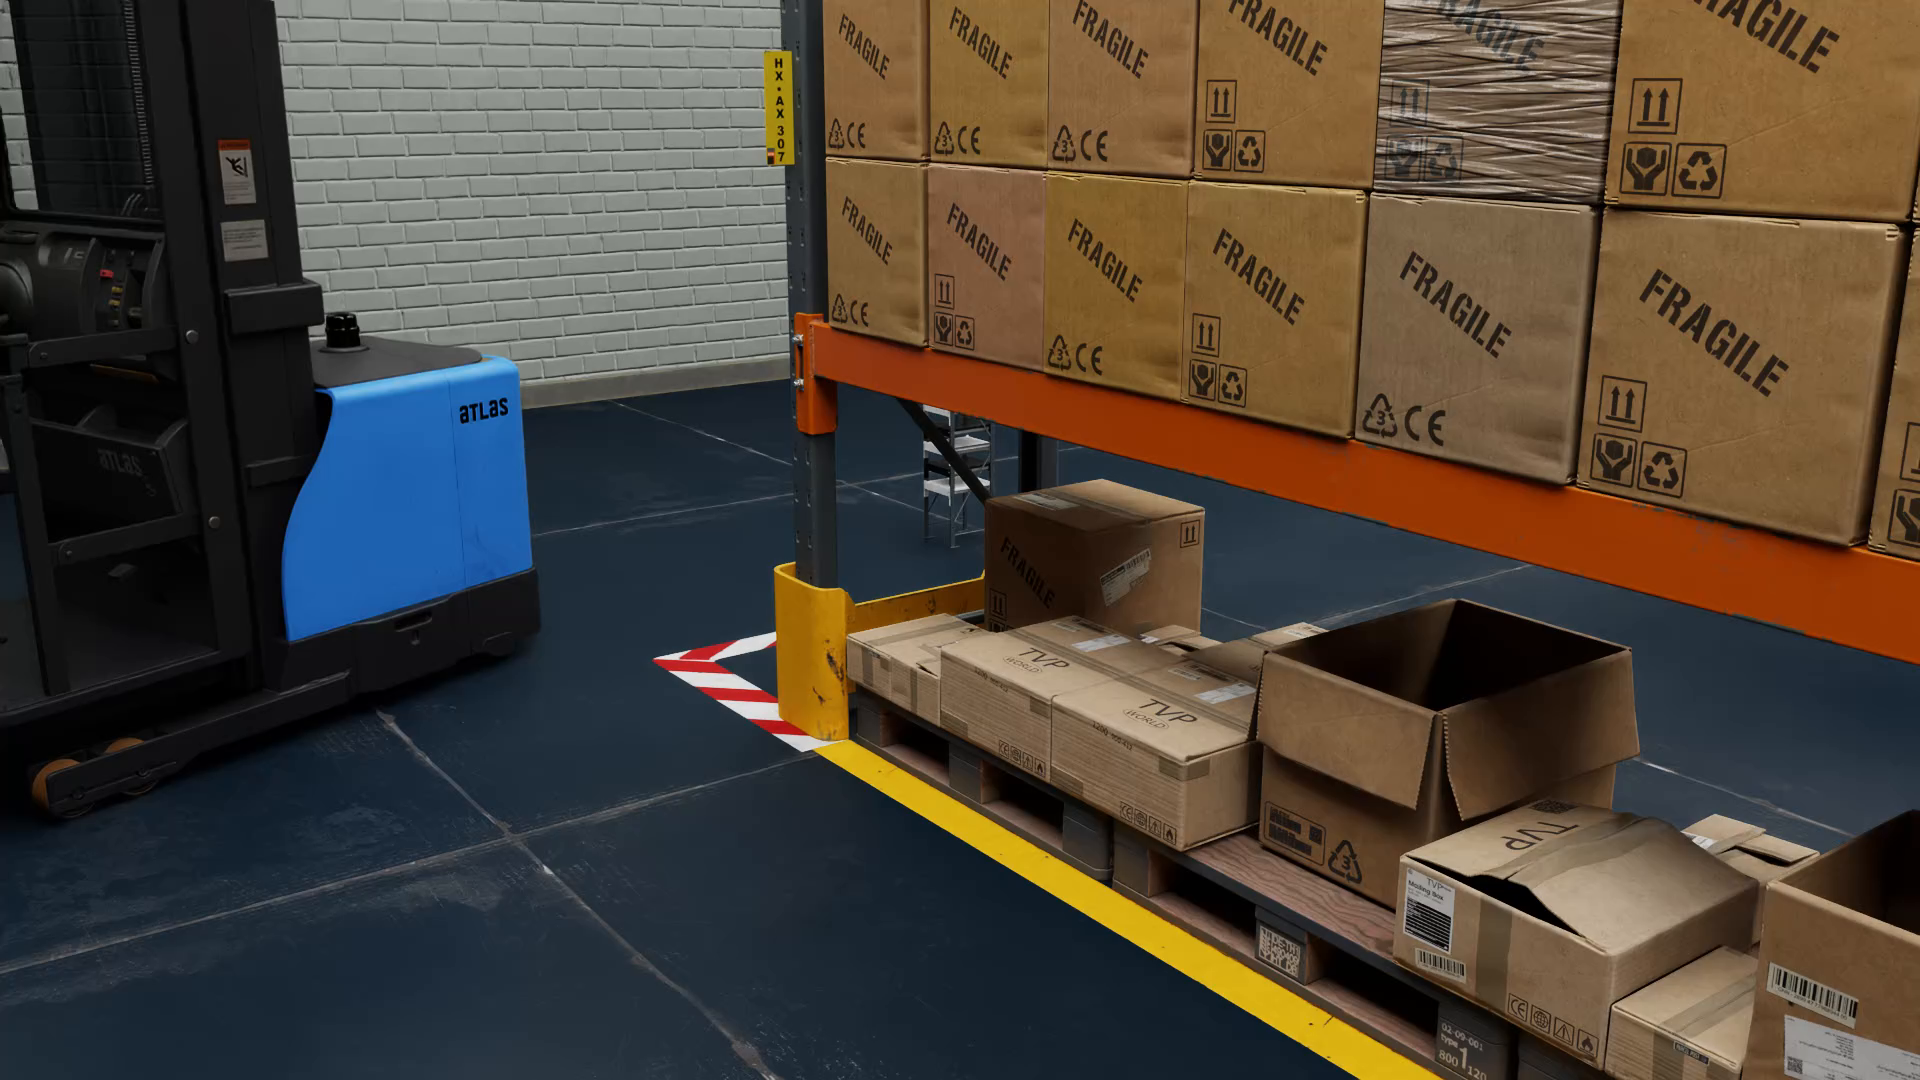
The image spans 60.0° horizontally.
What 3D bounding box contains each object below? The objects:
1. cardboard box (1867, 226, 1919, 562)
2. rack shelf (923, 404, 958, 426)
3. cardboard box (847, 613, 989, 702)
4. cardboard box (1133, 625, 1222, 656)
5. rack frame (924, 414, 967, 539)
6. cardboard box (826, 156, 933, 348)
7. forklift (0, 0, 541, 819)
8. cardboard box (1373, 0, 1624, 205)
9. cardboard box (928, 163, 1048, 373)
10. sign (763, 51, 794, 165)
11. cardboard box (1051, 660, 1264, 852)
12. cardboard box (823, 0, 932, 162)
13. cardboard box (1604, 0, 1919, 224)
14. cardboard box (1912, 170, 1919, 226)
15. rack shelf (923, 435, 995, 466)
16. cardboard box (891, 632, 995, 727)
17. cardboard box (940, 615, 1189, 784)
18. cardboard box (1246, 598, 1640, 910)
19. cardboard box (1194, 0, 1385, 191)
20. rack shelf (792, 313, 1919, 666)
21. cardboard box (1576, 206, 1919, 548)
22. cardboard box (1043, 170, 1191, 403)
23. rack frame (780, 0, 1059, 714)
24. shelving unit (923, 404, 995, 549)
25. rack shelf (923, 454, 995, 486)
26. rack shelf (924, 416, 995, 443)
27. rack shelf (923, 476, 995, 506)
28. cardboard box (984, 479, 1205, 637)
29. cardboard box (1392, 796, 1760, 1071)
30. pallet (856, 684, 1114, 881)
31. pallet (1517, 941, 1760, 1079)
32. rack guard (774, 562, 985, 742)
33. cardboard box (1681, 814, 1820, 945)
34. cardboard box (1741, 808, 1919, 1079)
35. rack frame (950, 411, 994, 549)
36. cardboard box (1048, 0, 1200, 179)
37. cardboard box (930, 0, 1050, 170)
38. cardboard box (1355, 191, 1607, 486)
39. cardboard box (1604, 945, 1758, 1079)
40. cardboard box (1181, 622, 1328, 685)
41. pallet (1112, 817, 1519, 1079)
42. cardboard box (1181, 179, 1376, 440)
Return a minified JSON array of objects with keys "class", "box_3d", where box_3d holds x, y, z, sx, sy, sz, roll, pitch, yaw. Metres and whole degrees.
[{"class":"cardboard box","box_3d":[1.756,-0.208,2.464,0.500,0.500,0.500,-10,18,-34]},{"class":"rack shelf","box_3d":[-0.005,-0.577,7.425,0.258,0.077,0.200,-11,19,-35]},{"class":"cardboard box","box_3d":[-0.126,0.359,5.150,0.380,0.149,0.250,-11,19,-35]},{"class":"cardboard box","box_3d":[0.590,0.386,5.018,0.380,0.166,0.250,-11,19,-35]},{"class":"rack frame","box_3d":[-0.065,-0.457,7.543,0.240,0.900,0.006,-11,19,-35]},{"class":"cardboard box","box_3d":[-0.047,-0.859,4.845,0.500,0.500,0.500,-10,18,-33]},{"class":"forklift","box_3d":[-2.782,-0.769,4.833,1.130,2.935,3.031,10,18,33]},{"class":"cardboard box","box_3d":[1.151,-0.908,3.127,0.500,0.500,0.500,-11,19,-34]},{"class":"cardboard box","box_3d":[0.261,-0.750,4.445,0.500,0.500,0.500,-11,19,-35]},{"class":"sign","box_3d":[-0.533,-1.280,4.931,0.100,0.325,0.005,-11,19,-35]},{"class":"cardboard box","box_3d":[0.584,0.541,4.293,0.500,0.250,0.500,-11,19,-35]},{"class":"cardboard box","box_3d":[-0.047,-1.342,4.713,0.500,0.500,0.500,-10,18,-33]},{"class":"cardboard box","box_3d":[1.447,-0.800,2.733,0.500,0.500,0.500,-11,19,-36]},{"class":"cardboard box","box_3d":[1.751,-0.691,2.335,0.500,0.500,0.500,-11,19,-34]},{"class":"rack shelf","box_3d":[-0.005,-0.404,7.472,0.258,0.077,0.200,-11,19,-35]},{"class":"cardboard box","box_3d":[0.021,0.404,4.953,0.380,0.166,0.250,-11,19,-35]},{"class":"cardboard box","box_3d":[0.290,0.434,4.683,0.500,0.250,0.500,-11,19,-35]},{"class":"cardboard box","box_3d":[1.149,0.499,3.967,0.797,0.503,0.637,-11,19,-35]},{"class":"cardboard box","box_3d":[0.856,-1.015,3.520,0.500,0.500,0.500,-11,19,-35]},{"class":"rack shelf","box_3d":[1.082,-0.173,3.888,1.077,0.370,4.000,-11,19,-35]},{"class":"cardboard box","box_3d":[1.452,-0.318,2.865,0.500,0.500,0.500,-10,18,-33]},{"class":"cardboard box","box_3d":[0.554,-0.642,4.052,0.500,0.500,0.500,-11,19,-35]},{"class":"rack frame","box_3d":[-0.094,-0.947,5.353,1.000,3.000,0.127,-11,19,-35]},{"class":"shelving unit","box_3d":[-0.005,-0.436,7.464,0.258,0.900,0.210,-11,19,-35]},{"class":"rack shelf","box_3d":[-0.005,-0.317,7.496,0.258,0.077,0.200,-11,19,-35]},{"class":"rack shelf","box_3d":[-0.005,-0.490,7.449,0.258,0.077,0.200,-11,19,-35]},{"class":"rack shelf","box_3d":[-0.005,-0.230,7.520,0.258,0.077,0.200,-11,19,-35]},{"class":"cardboard box","box_3d":[0.425,0.125,5.341,0.500,0.500,0.500,-11,19,-35]},{"class":"cardboard box","box_3d":[1.252,0.754,3.398,0.500,0.311,0.500,-11,19,-35]},{"class":"pallet","box_3d":[0.420,0.585,5.041,1.003,0.211,1.213,-11,19,-35]},{"class":"pallet","box_3d":[1.855,1.106,3.137,1.003,0.211,1.213,-11,19,-35]},{"class":"rack guard","box_3d":[-0.050,0.275,5.624,1.175,0.500,0.348,-11,19,-35]},{"class":"cardboard box","box_3d":[1.669,0.755,3.668,0.380,0.166,0.250,-11,19,-35]},{"class":"cardboard box","box_3d":[1.693,0.823,2.788,0.500,0.500,0.500,-11,19,-35]},{"class":"rack frame","box_3d":[0.055,-0.414,7.384,0.240,0.900,0.006,-11,19,-35]},{"class":"cardboard box","box_3d":[0.557,-1.124,3.916,0.500,0.500,0.500,-11,19,-34]},{"class":"cardboard box","box_3d":[0.267,-1.231,4.309,0.500,0.500,0.500,-11,19,-34]},{"class":"cardboard box","box_3d":[1.148,-0.427,3.265,0.500,0.500,0.500,-10,18,-33]},{"class":"cardboard box","box_3d":[1.424,0.922,3.093,0.380,0.149,0.250,-11,19,-35]},{"class":"cardboard box","box_3d":[0.959,0.453,4.616,0.500,0.250,0.500,-11,19,-35]},{"class":"pallet","box_3d":[1.133,0.845,4.090,1.003,0.211,1.213,-11,19,-35]},{"class":"cardboard box","box_3d":[0.846,-0.535,3.661,0.500,0.500,0.500,-11,19,-34]}]
